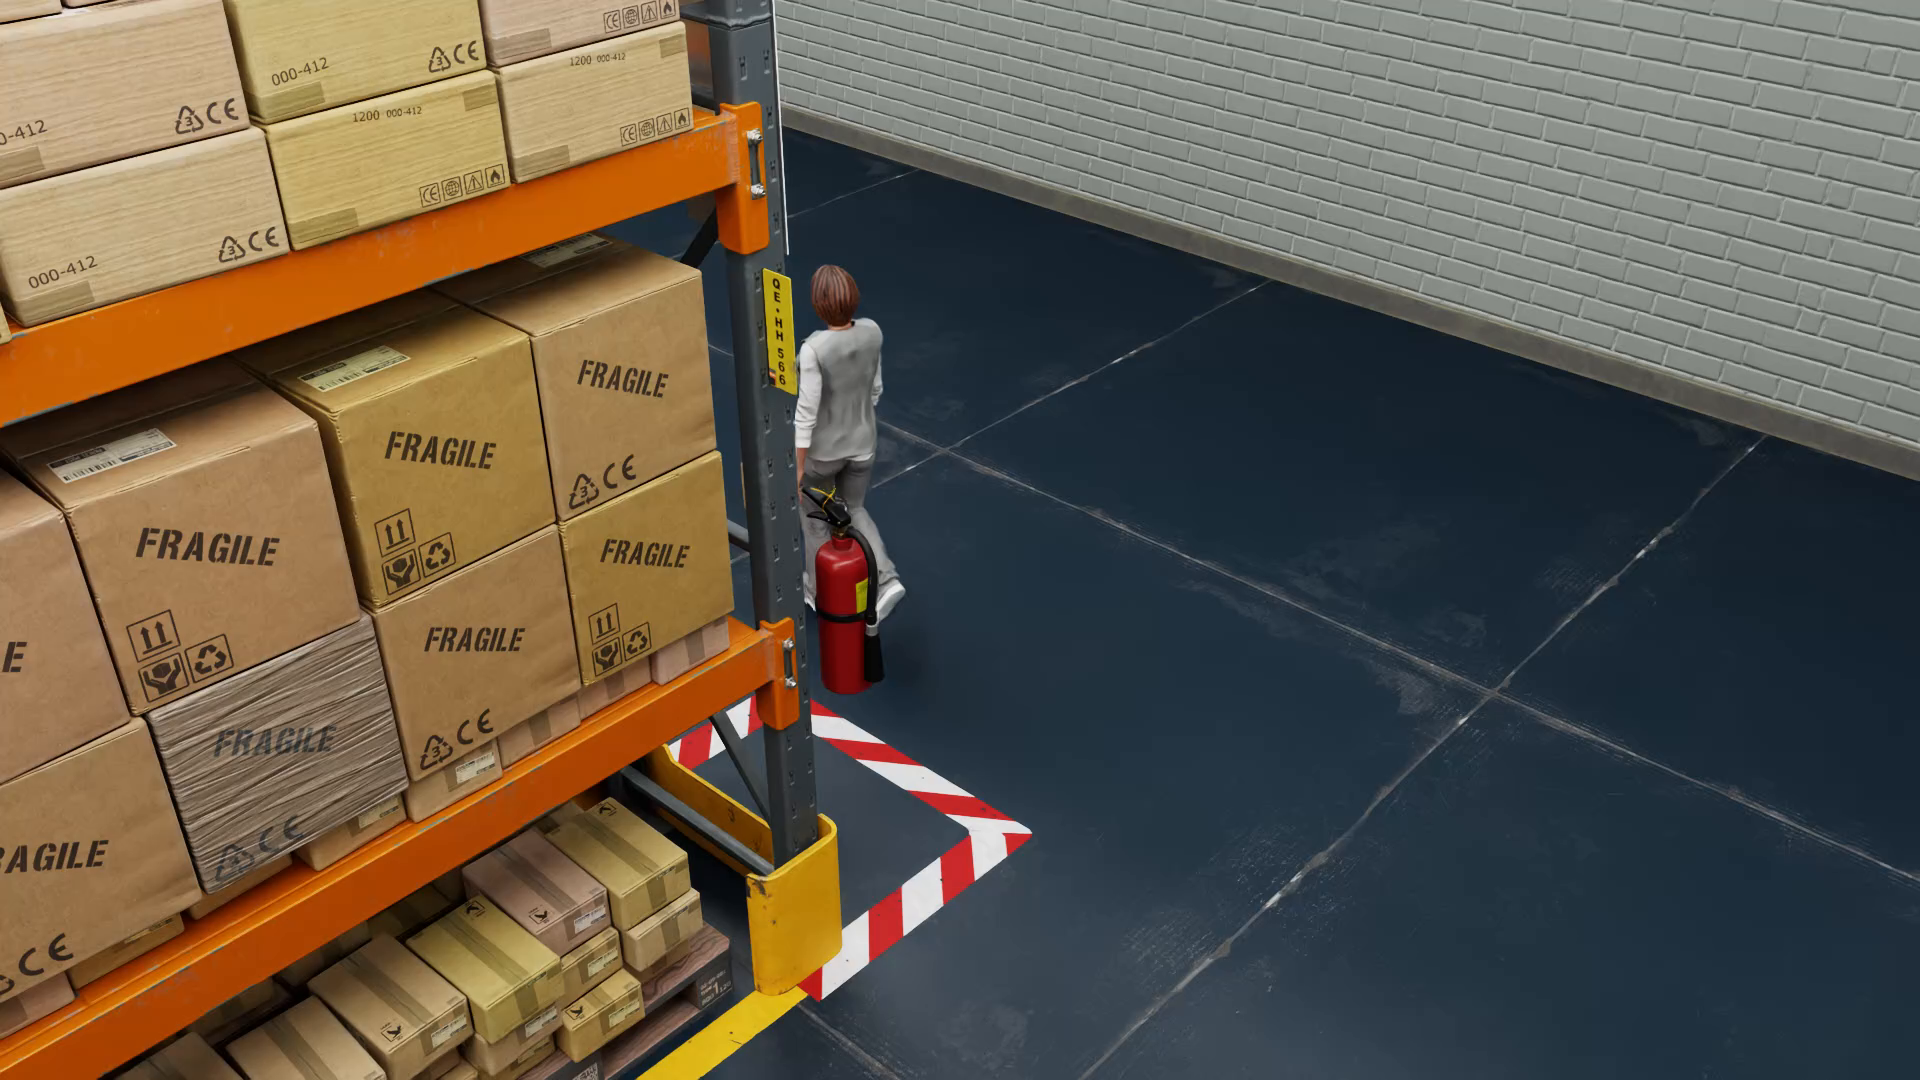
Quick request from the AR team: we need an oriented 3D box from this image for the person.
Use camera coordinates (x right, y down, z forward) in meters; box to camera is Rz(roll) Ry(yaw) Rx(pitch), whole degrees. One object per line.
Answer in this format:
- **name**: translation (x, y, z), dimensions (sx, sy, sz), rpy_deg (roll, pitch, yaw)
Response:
- **person**: translation (-0.481, -0.349, 6.700), dimensions (0.451, 1.572, 0.676), rpy_deg (-17, 36, -26)
